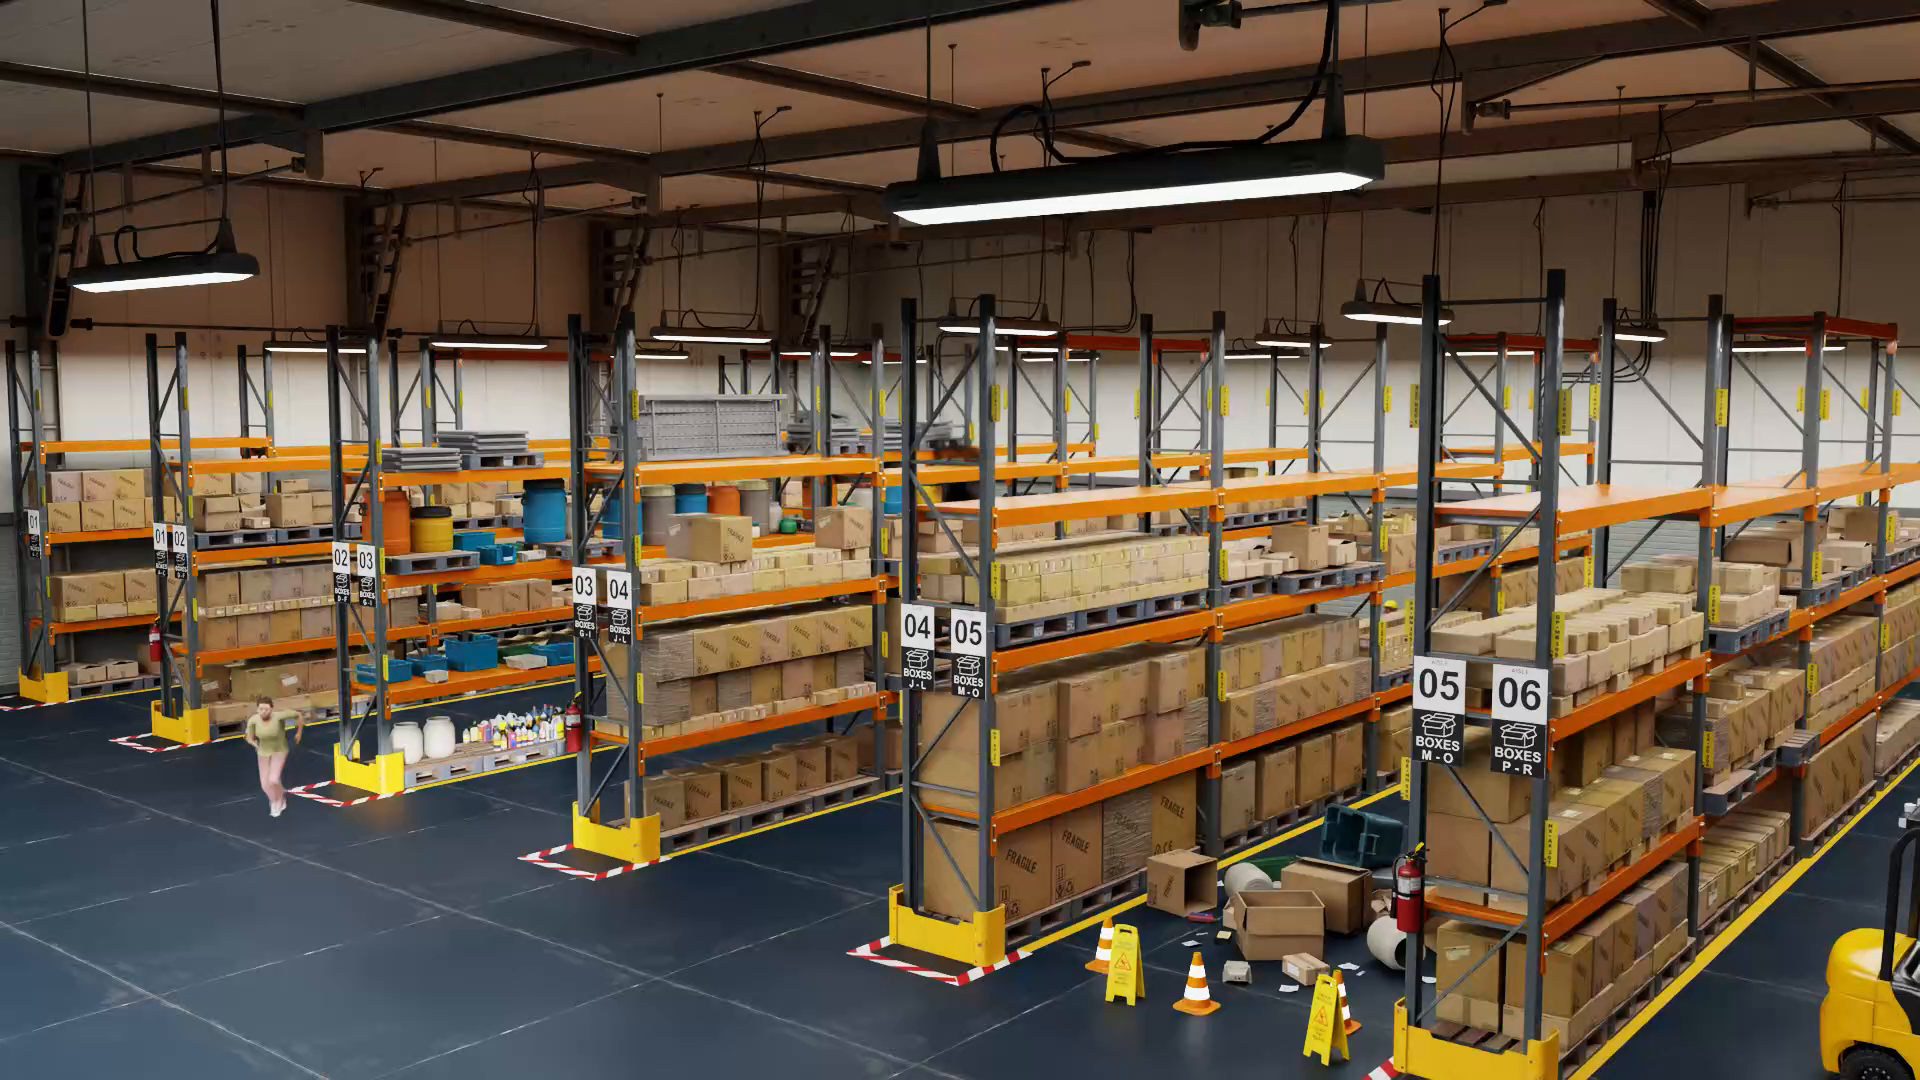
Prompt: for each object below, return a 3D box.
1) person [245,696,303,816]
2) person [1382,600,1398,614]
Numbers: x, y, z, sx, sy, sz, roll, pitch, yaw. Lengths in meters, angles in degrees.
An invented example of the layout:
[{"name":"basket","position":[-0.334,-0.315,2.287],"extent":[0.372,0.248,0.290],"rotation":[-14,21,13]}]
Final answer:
[{"name":"person","position":[-8.236,2.603,20.004],"extent":[0.611,1.536,0.856],"rotation":[-1,5,-9]},{"name":"person","position":[7.044,1.853,27.058],"extent":[0.973,1.771,0.710],"rotation":[-5,7,-42]}]
